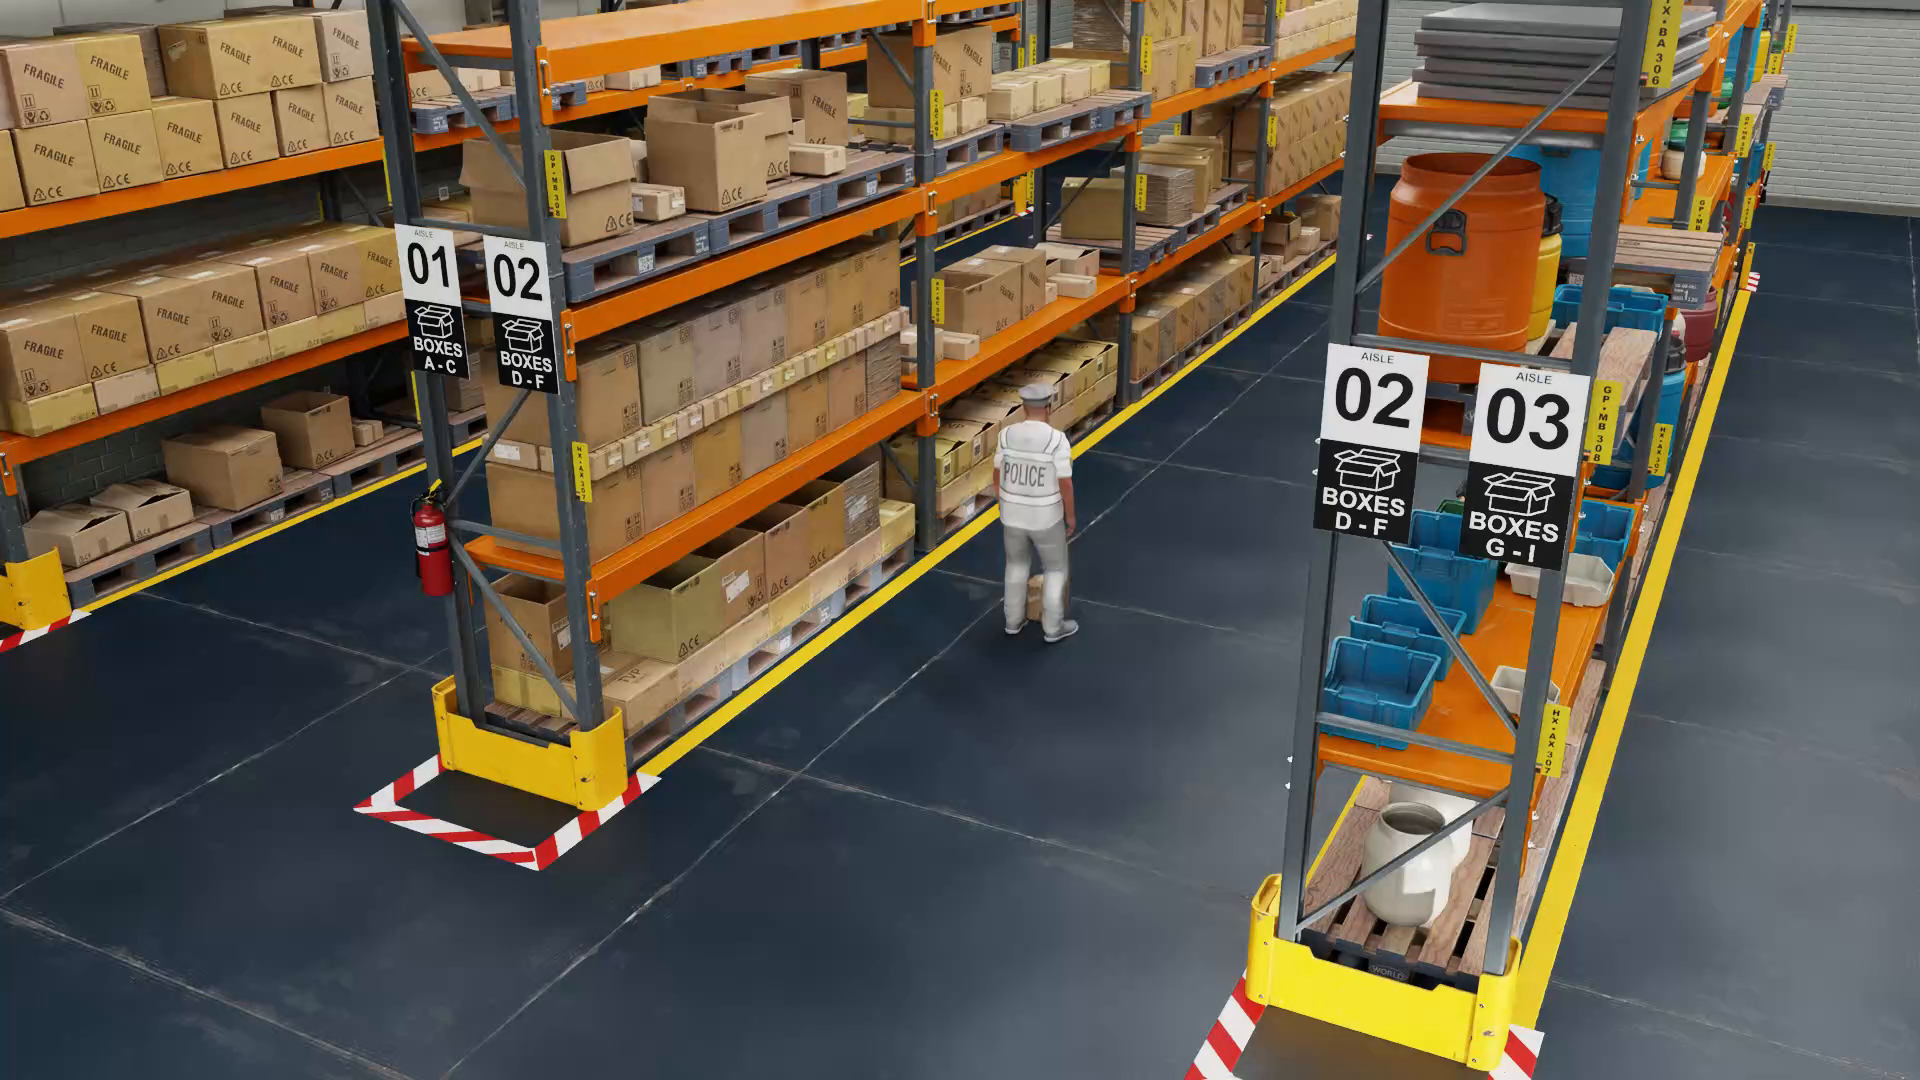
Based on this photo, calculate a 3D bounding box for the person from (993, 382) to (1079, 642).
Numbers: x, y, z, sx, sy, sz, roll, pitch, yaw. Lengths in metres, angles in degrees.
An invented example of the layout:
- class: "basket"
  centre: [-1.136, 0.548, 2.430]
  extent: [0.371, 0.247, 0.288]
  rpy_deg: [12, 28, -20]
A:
- class: "person"
  centre: [0.495, -0.169, 11.145]
  extent: [0.574, 1.749, 0.443]
  rpy_deg: [10, 25, 23]
